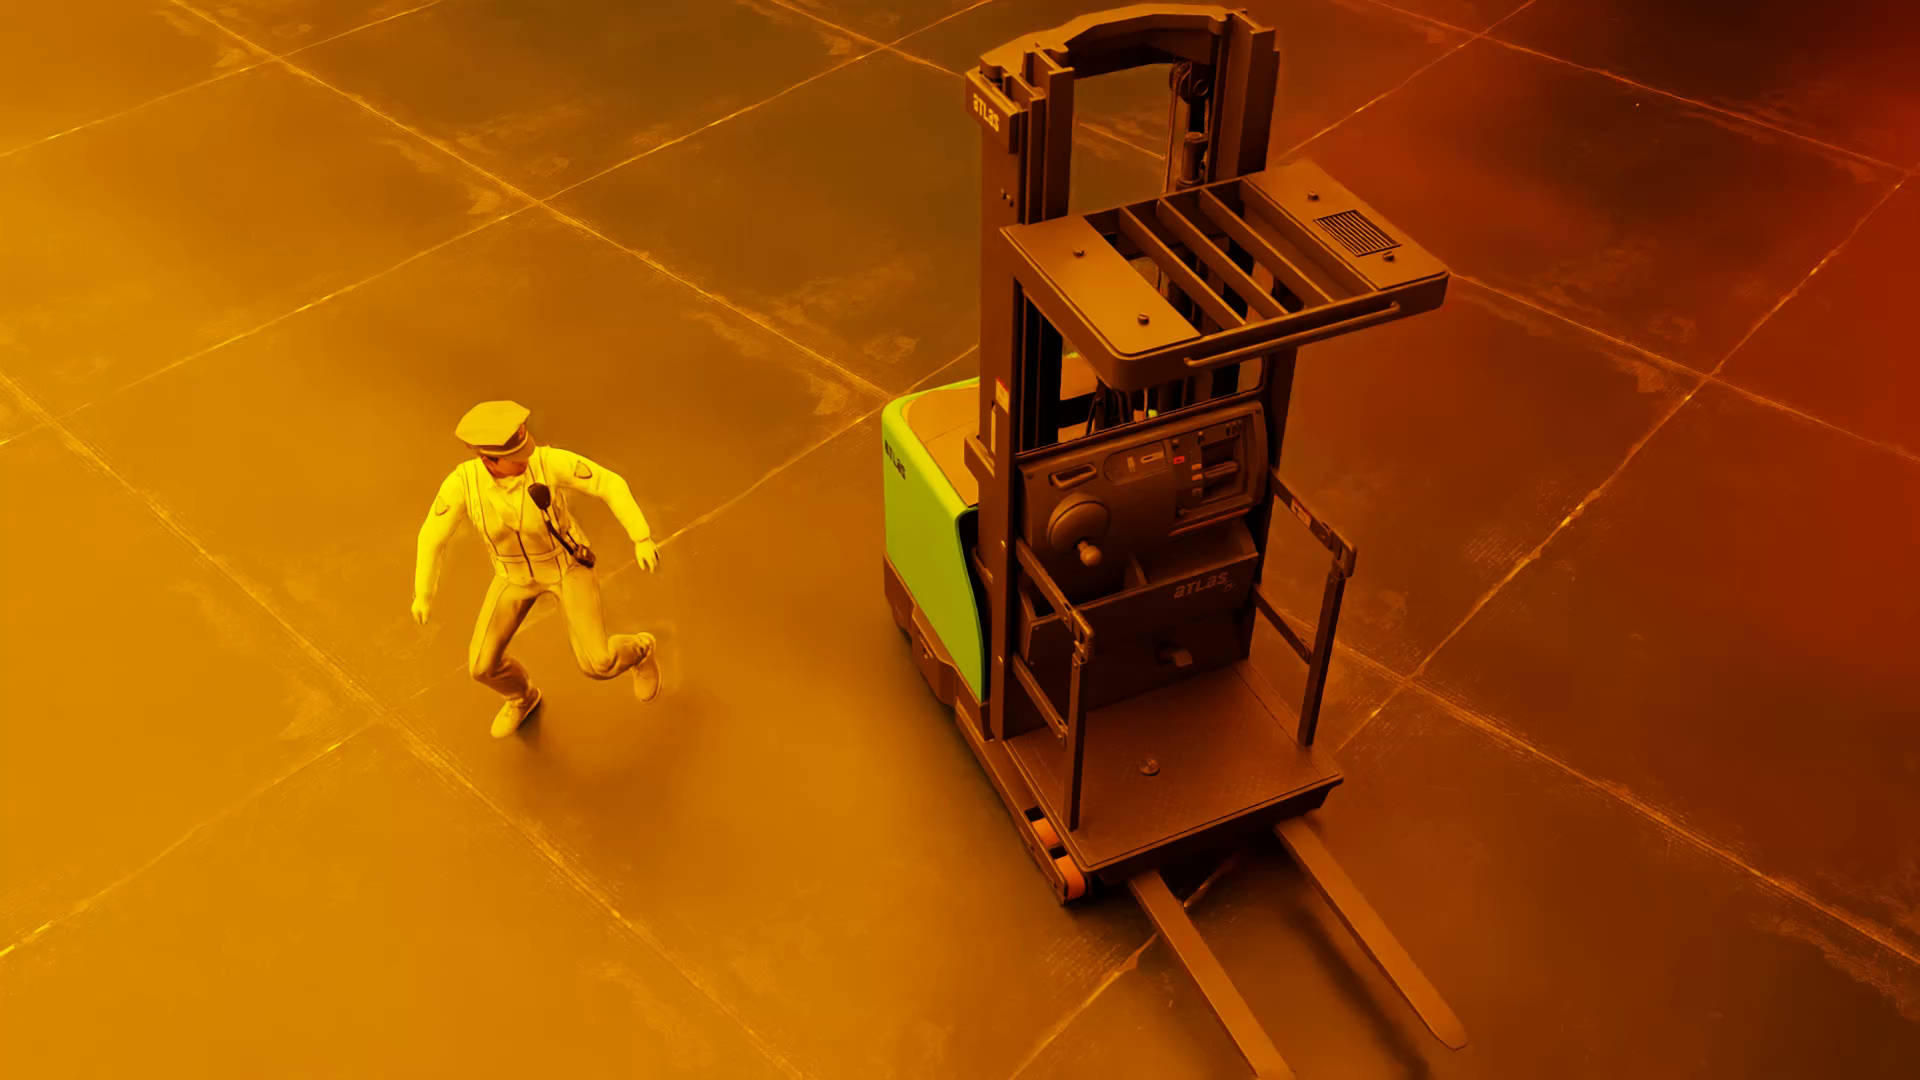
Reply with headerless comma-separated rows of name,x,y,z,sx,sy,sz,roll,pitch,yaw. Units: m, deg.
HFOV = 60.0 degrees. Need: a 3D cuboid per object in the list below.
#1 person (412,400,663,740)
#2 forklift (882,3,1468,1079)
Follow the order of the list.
person,-1.624,0.146,6.357,0.908,1.555,0.483,2,41,3
forklift,0.734,-0.110,5.556,1.130,2.935,3.031,-16,43,-18
